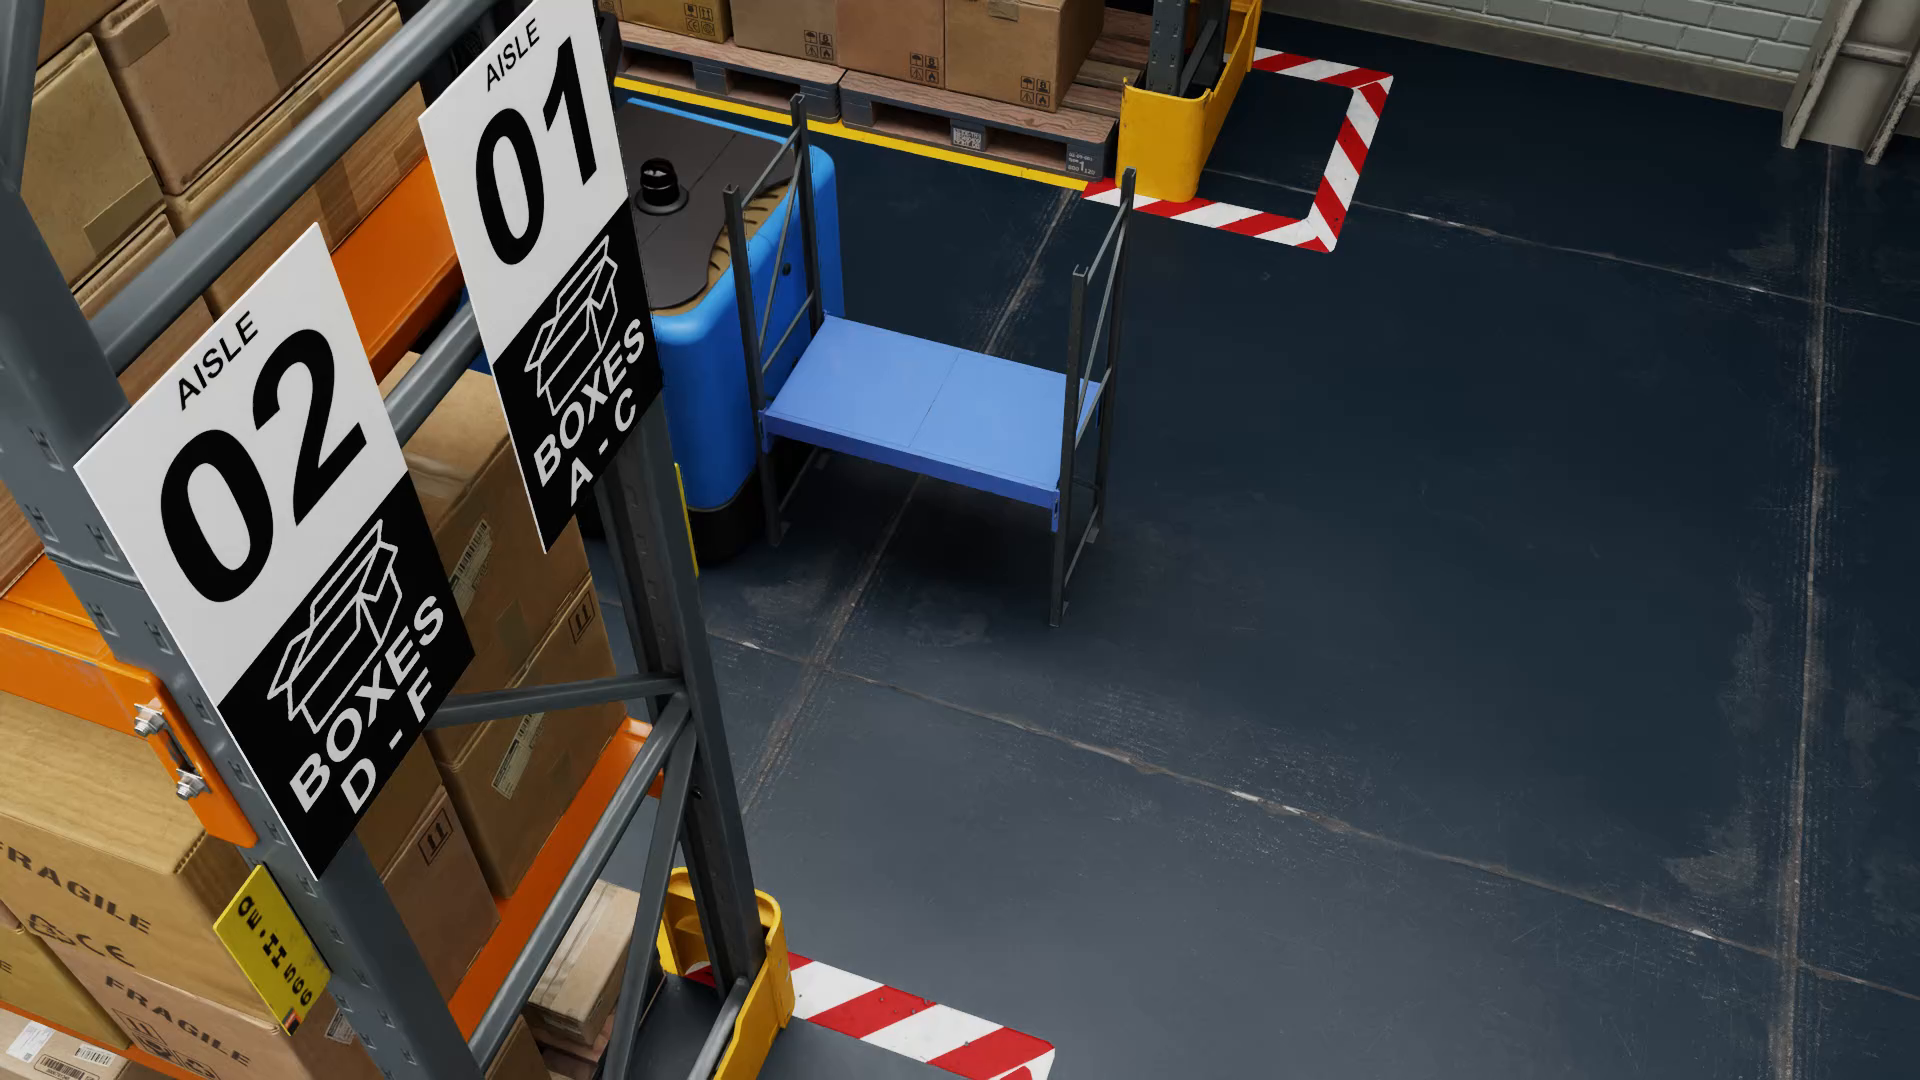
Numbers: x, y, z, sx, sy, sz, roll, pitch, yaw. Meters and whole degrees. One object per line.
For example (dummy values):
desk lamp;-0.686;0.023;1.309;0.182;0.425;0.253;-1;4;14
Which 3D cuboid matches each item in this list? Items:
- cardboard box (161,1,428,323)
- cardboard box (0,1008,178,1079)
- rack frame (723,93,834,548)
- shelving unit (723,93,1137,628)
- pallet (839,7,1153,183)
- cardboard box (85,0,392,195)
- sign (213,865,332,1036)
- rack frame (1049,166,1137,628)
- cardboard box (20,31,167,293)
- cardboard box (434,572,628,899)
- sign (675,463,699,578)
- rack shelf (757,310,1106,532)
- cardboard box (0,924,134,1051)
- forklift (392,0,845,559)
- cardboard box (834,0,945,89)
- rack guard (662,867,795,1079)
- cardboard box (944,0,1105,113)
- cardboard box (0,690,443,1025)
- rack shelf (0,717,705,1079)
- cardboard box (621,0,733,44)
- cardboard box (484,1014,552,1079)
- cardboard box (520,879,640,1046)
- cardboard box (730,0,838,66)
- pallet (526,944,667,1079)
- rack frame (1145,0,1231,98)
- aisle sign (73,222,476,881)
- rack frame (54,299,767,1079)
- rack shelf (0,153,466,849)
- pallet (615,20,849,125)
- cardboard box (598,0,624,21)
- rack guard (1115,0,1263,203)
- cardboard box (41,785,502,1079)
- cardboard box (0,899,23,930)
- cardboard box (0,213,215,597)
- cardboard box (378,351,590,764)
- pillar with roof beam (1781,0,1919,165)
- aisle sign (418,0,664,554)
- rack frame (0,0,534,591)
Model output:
cardboard box;-1.127;-0.583;2.384;0.500;0.250;0.500;16;51;13
cardboard box;-2.209;1.184;4.267;0.500;0.250;0.500;16;51;13
rack frame;-0.557;-0.647;5.318;0.032;1.500;0.500;16;51;13
shelving unit;-0.080;-0.514;5.203;1.048;1.500;0.538;16;51;13
pallet;0.203;-2.088;7.420;1.213;0.211;1.003;16;51;13
cardboard box;-1.124;-0.751;2.199;0.500;0.250;0.500;16;51;13
sign;-0.944;0.571;2.295;0.005;0.325;0.100;16;51;13
rack frame;0.397;-0.380;5.087;0.032;1.500;0.500;16;51;13
cardboard box;-1.303;-0.385;1.883;0.500;0.250;0.500;16;51;13
cardboard box;-1.058;0.330;3.413;0.500;0.500;0.500;17;51;14
sign;-0.545;-0.003;3.195;0.005;0.325;0.100;16;51;13
rack shelf;-0.080;-0.396;5.339;1.000;0.185;0.538;16;51;13
cardboard box;-1.735;0.575;3.201;0.500;0.500;0.500;16;51;13
forklift;-1.960;-1.638;5.230;3.031;2.935;1.130;18;51;15
cardboard box;-0.180;-2.409;7.229;0.500;0.500;0.700;15;51;13
rack guard;-0.804;1.464;4.150;0.348;0.500;1.175;16;51;13
cardboard box;0.289;-2.278;7.116;0.500;0.500;0.700;16;51;13
cardboard box;-1.246;0.384;2.705;0.500;0.500;0.500;15;51;13
rack shelf;-2.609;0.377;3.914;4.000;0.370;1.077;16;51;13
cardboard box;-1.155;-2.675;7.460;0.500;0.500;0.700;17;51;14
cardboard box;-1.328;1.372;3.939;0.500;0.500;0.500;16;51;13
cardboard box;-1.006;1.102;4.406;0.250;0.149;0.380;16;51;13
cardboard box;-0.652;-2.541;7.343;0.500;0.500;0.700;14;51;12
pallet;-1.552;1.351;4.440;1.213;0.211;1.003;16;51;13
rack frame;0.980;-2.847;6.233;0.127;3.000;1.000;16;51;13
aisle sign;-0.775;0.049;2.002;0.004;0.787;0.394;16;51;13
rack frame;-0.733;0.665;3.188;0.127;3.000;1.000;16;51;13
rack shelf;-2.609;-0.605;2.781;4.000;0.370;1.077;16;51;13
pallet;-0.937;-2.408;7.698;1.213;0.211;1.003;16;51;13
cardboard box;-1.636;-2.811;7.578;0.500;0.500;0.700;15;51;13
rack guard;1.003;-2.022;7.172;0.348;0.500;1.175;16;51;13
cardboard box;-1.247;0.708;3.085;0.500;0.500;0.500;17;51;14
cardboard box;-1.720;0.252;2.819;0.500;0.500;0.500;17;51;14
cardboard box;-1.306;-0.216;2.066;0.500;0.250;0.500;16;51;13
cardboard box;-1.058;0.002;3.035;0.500;0.500;0.500;17;51;14
pillar with roof beam;2.321;-1.666;1.239;0.400;9.000;9.100;16;51;13
aisle sign;-0.567;-0.376;2.371;0.004;0.787;0.394;16;51;13
rack frame;-0.733;-1.299;0.921;0.127;3.000;1.000;16;51;13
